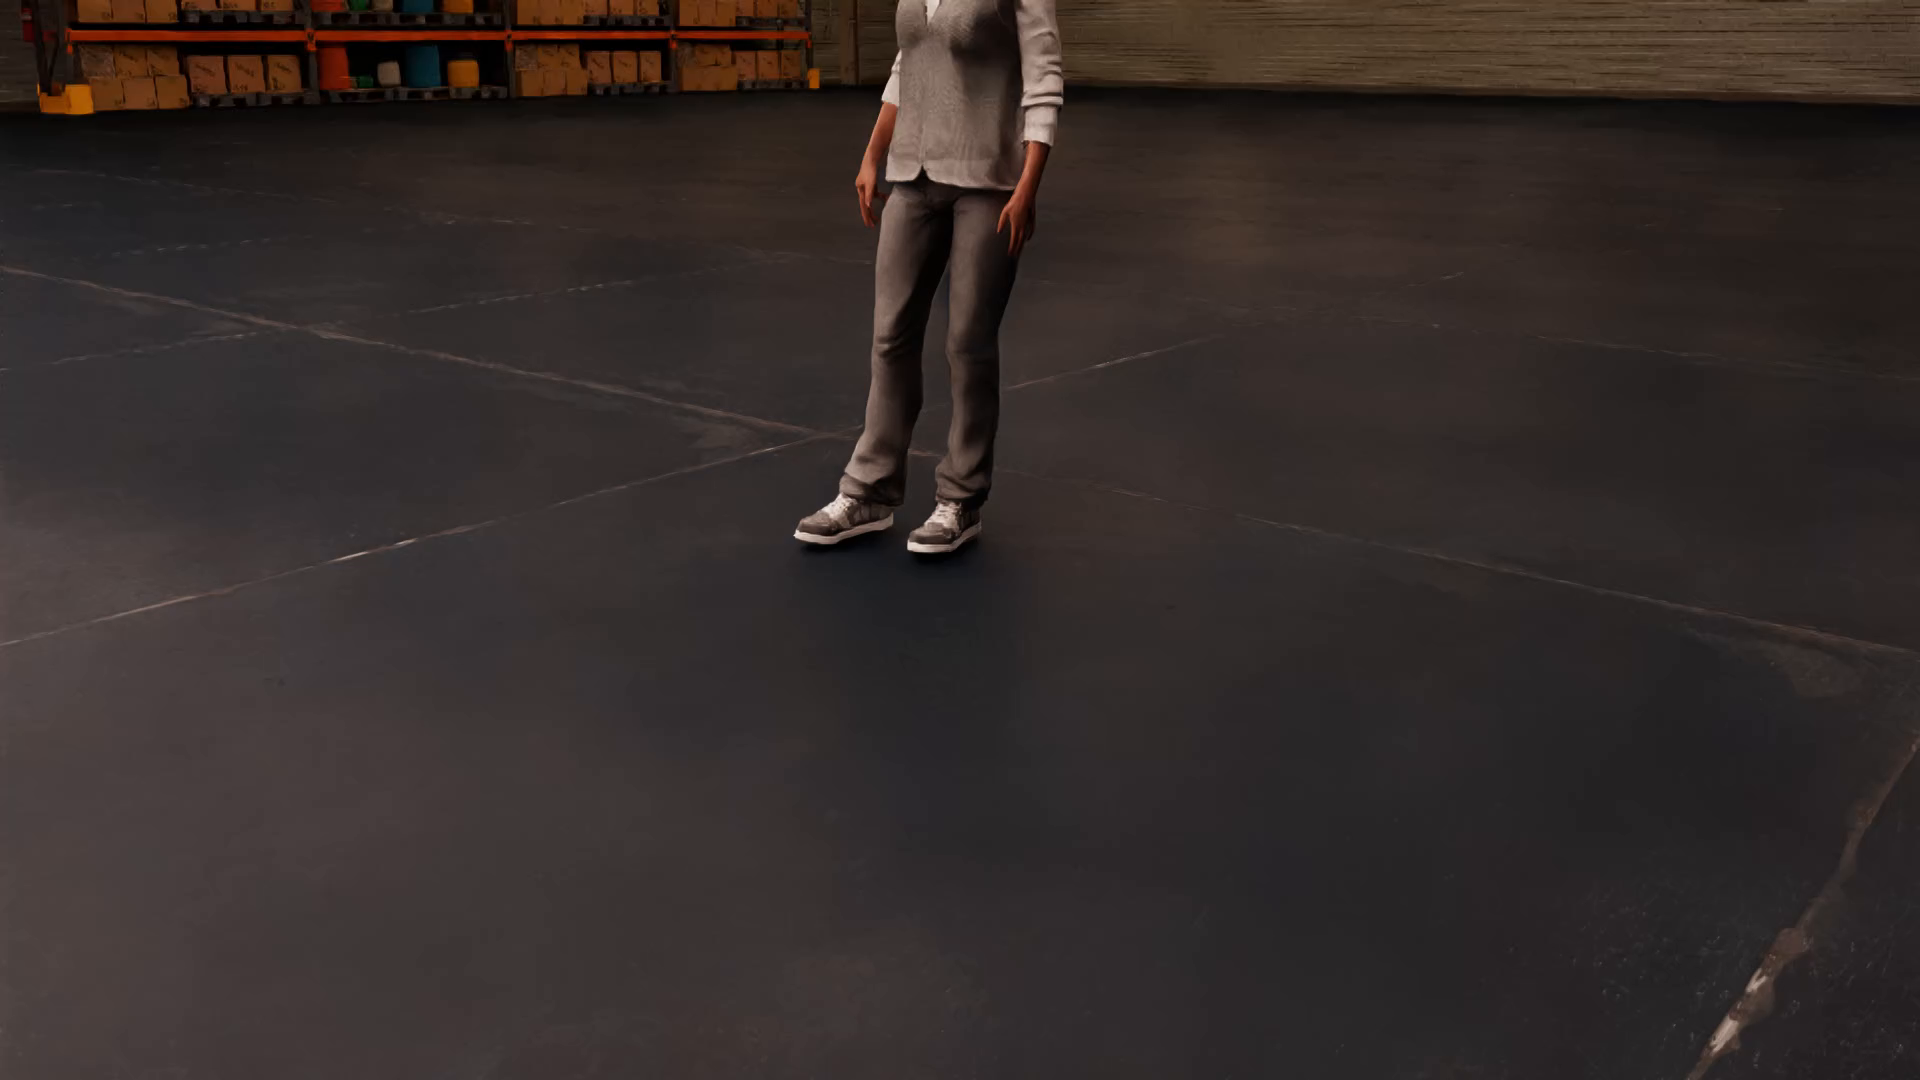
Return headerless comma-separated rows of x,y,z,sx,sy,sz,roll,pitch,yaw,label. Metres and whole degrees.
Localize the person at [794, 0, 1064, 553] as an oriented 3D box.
-0.058,-0.757,3.662,0.521,1.597,0.474,13,21,37,person
